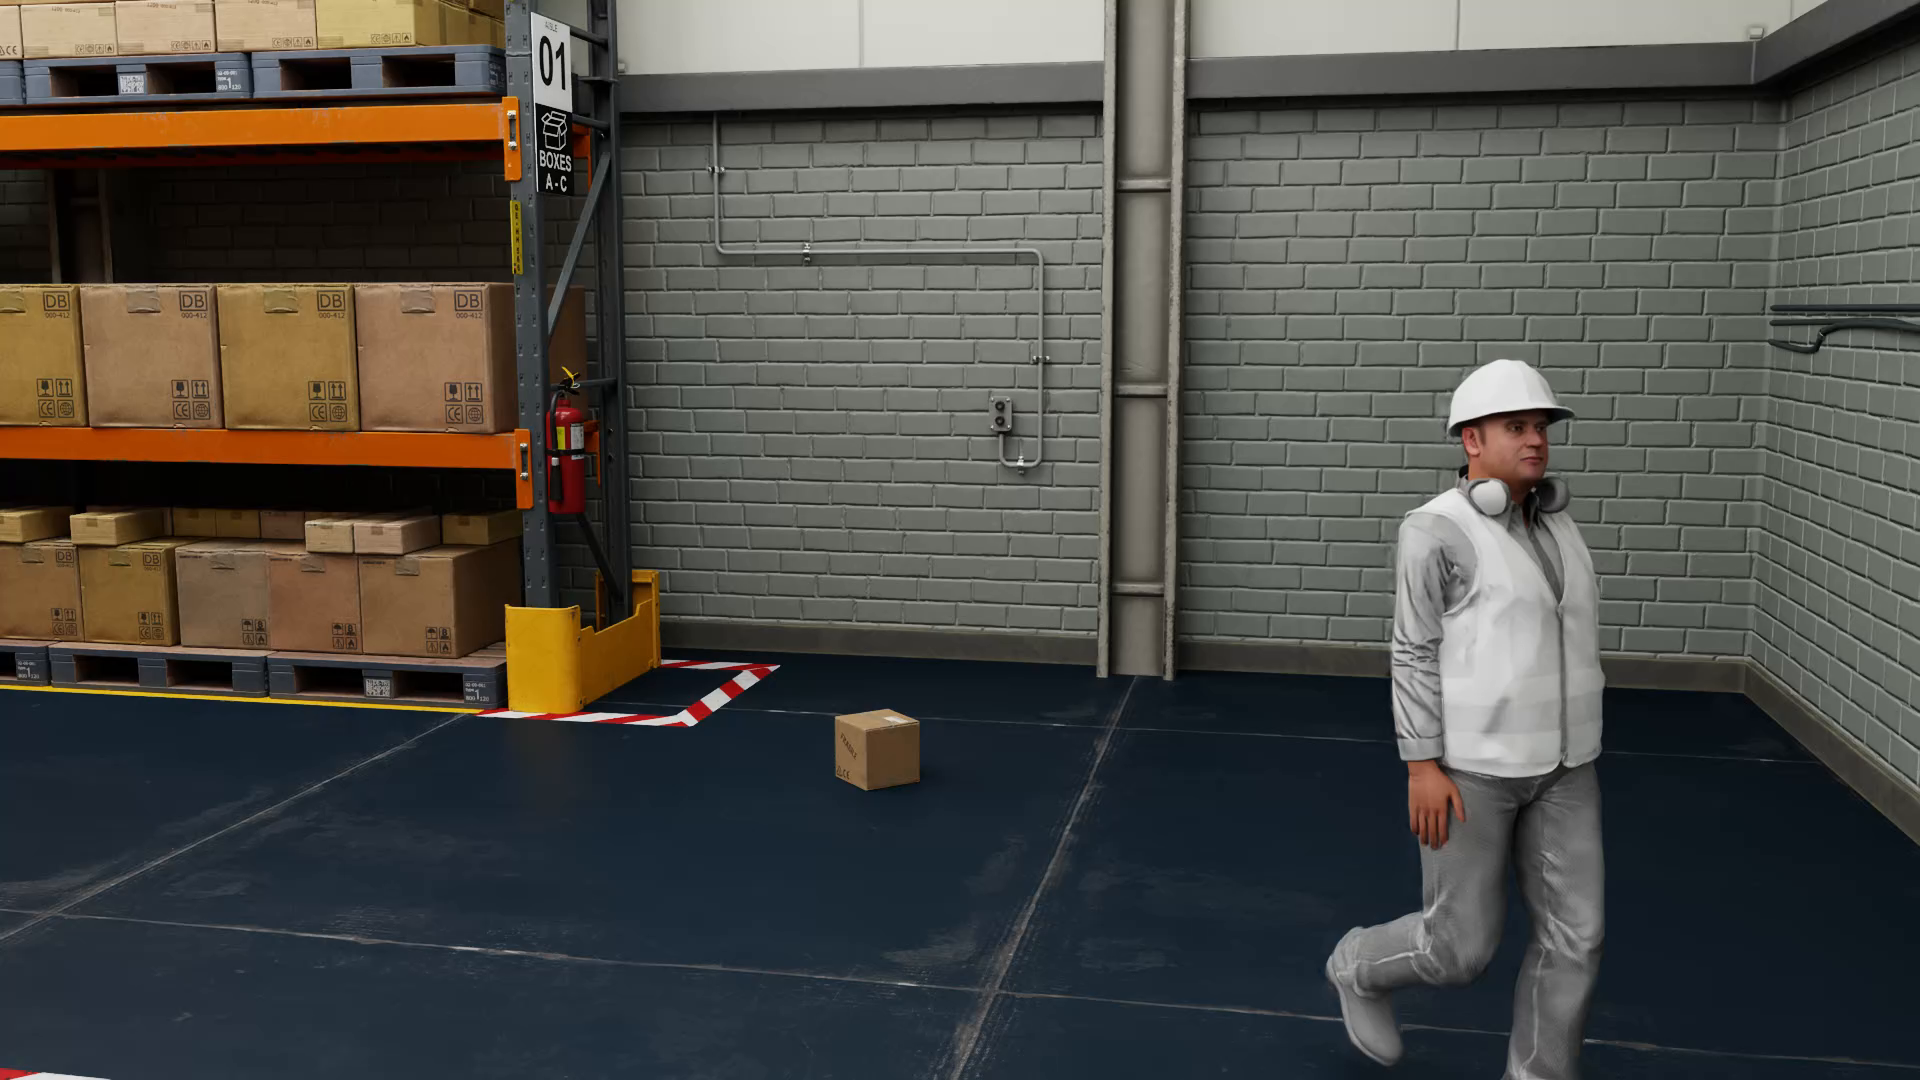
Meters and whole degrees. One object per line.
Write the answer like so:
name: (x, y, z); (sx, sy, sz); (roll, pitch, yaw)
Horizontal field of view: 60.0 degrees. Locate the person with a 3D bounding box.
person: (1.183, 0.474, 3.742); (0.545, 1.750, 0.803); (-4, 9, -25)
